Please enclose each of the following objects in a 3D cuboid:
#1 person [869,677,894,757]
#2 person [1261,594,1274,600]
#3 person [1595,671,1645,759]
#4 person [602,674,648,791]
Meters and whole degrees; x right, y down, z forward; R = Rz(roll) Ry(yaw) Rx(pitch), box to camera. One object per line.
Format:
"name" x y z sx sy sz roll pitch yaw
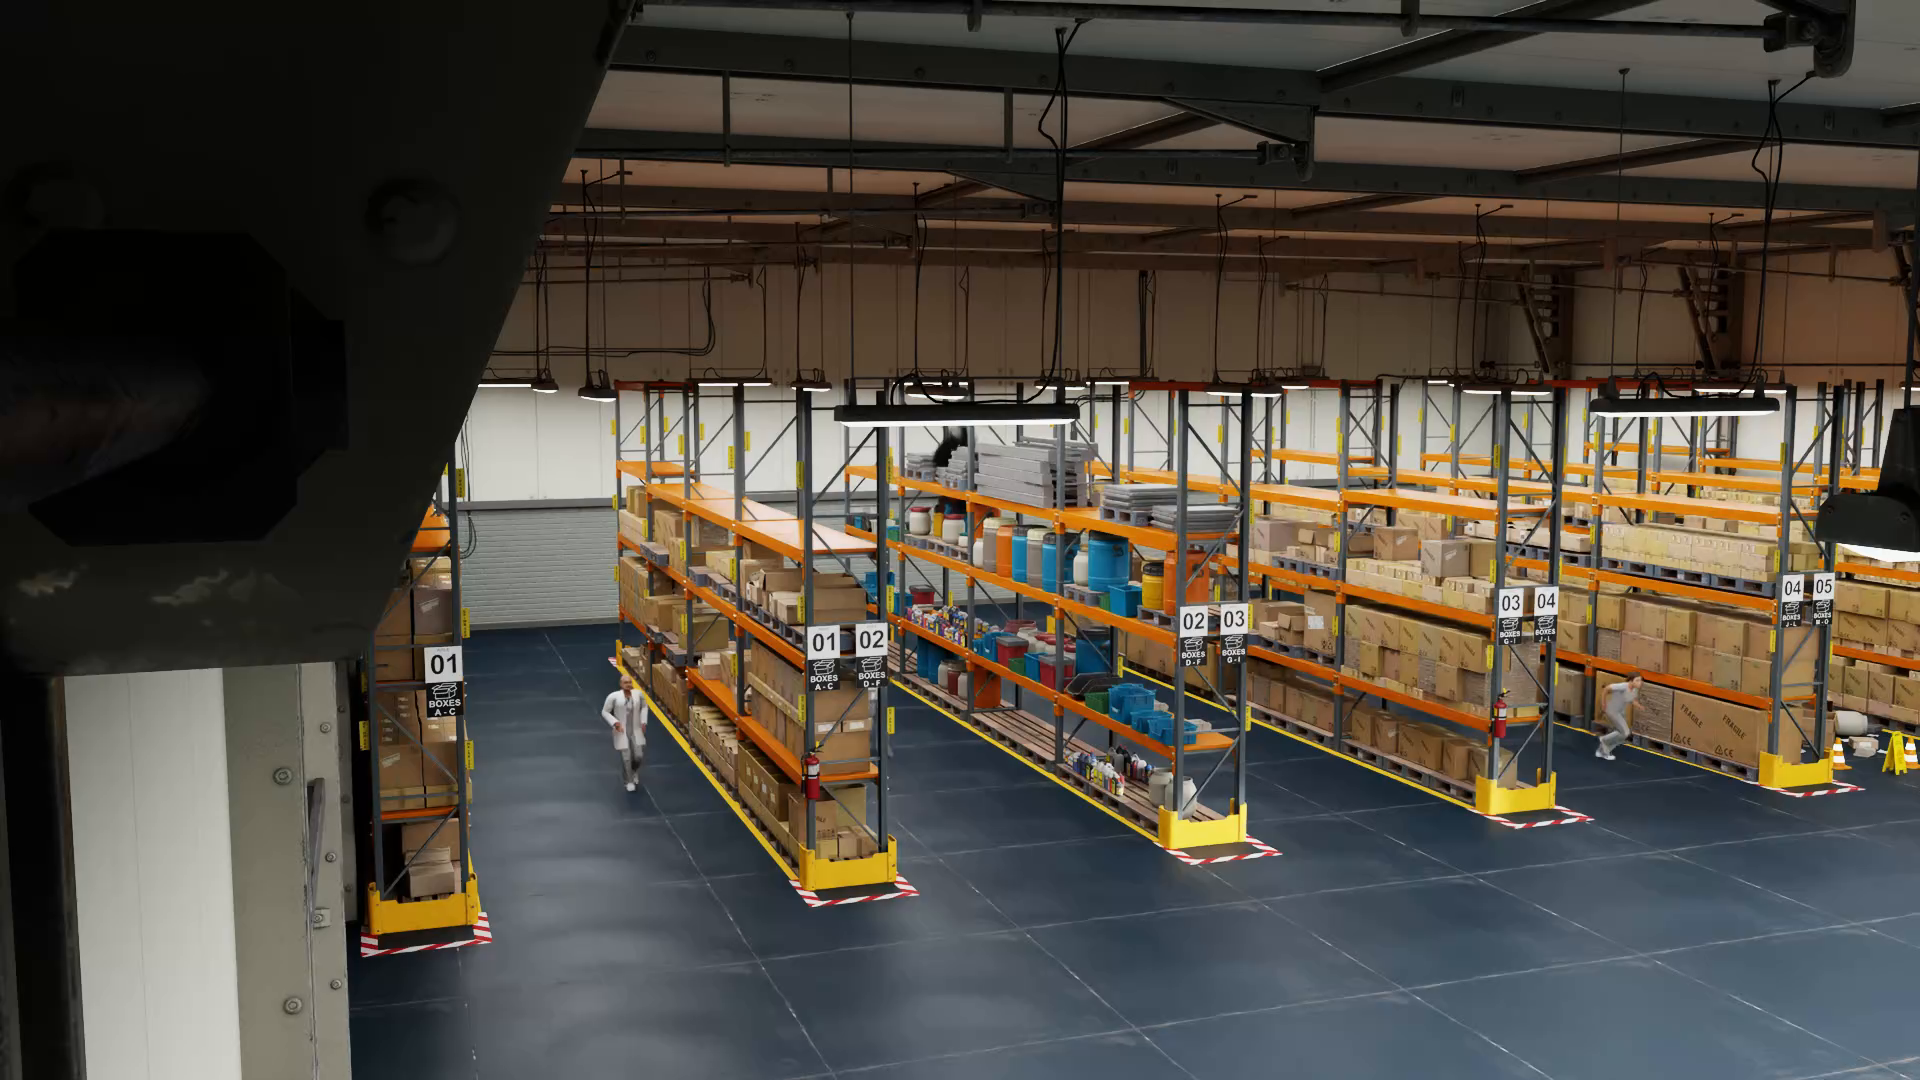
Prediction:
"person" -1.392 2.628 27.061 0.598 1.738 0.779 -4 7 -35
"person" 6.180 1.904 34.168 0.659 1.705 0.778 -2 6 -21
"person" 10.475 2.795 26.442 0.591 1.503 0.814 -4 7 -32
"person" -4.950 2.856 24.699 0.715 1.740 0.633 -3 7 -23
